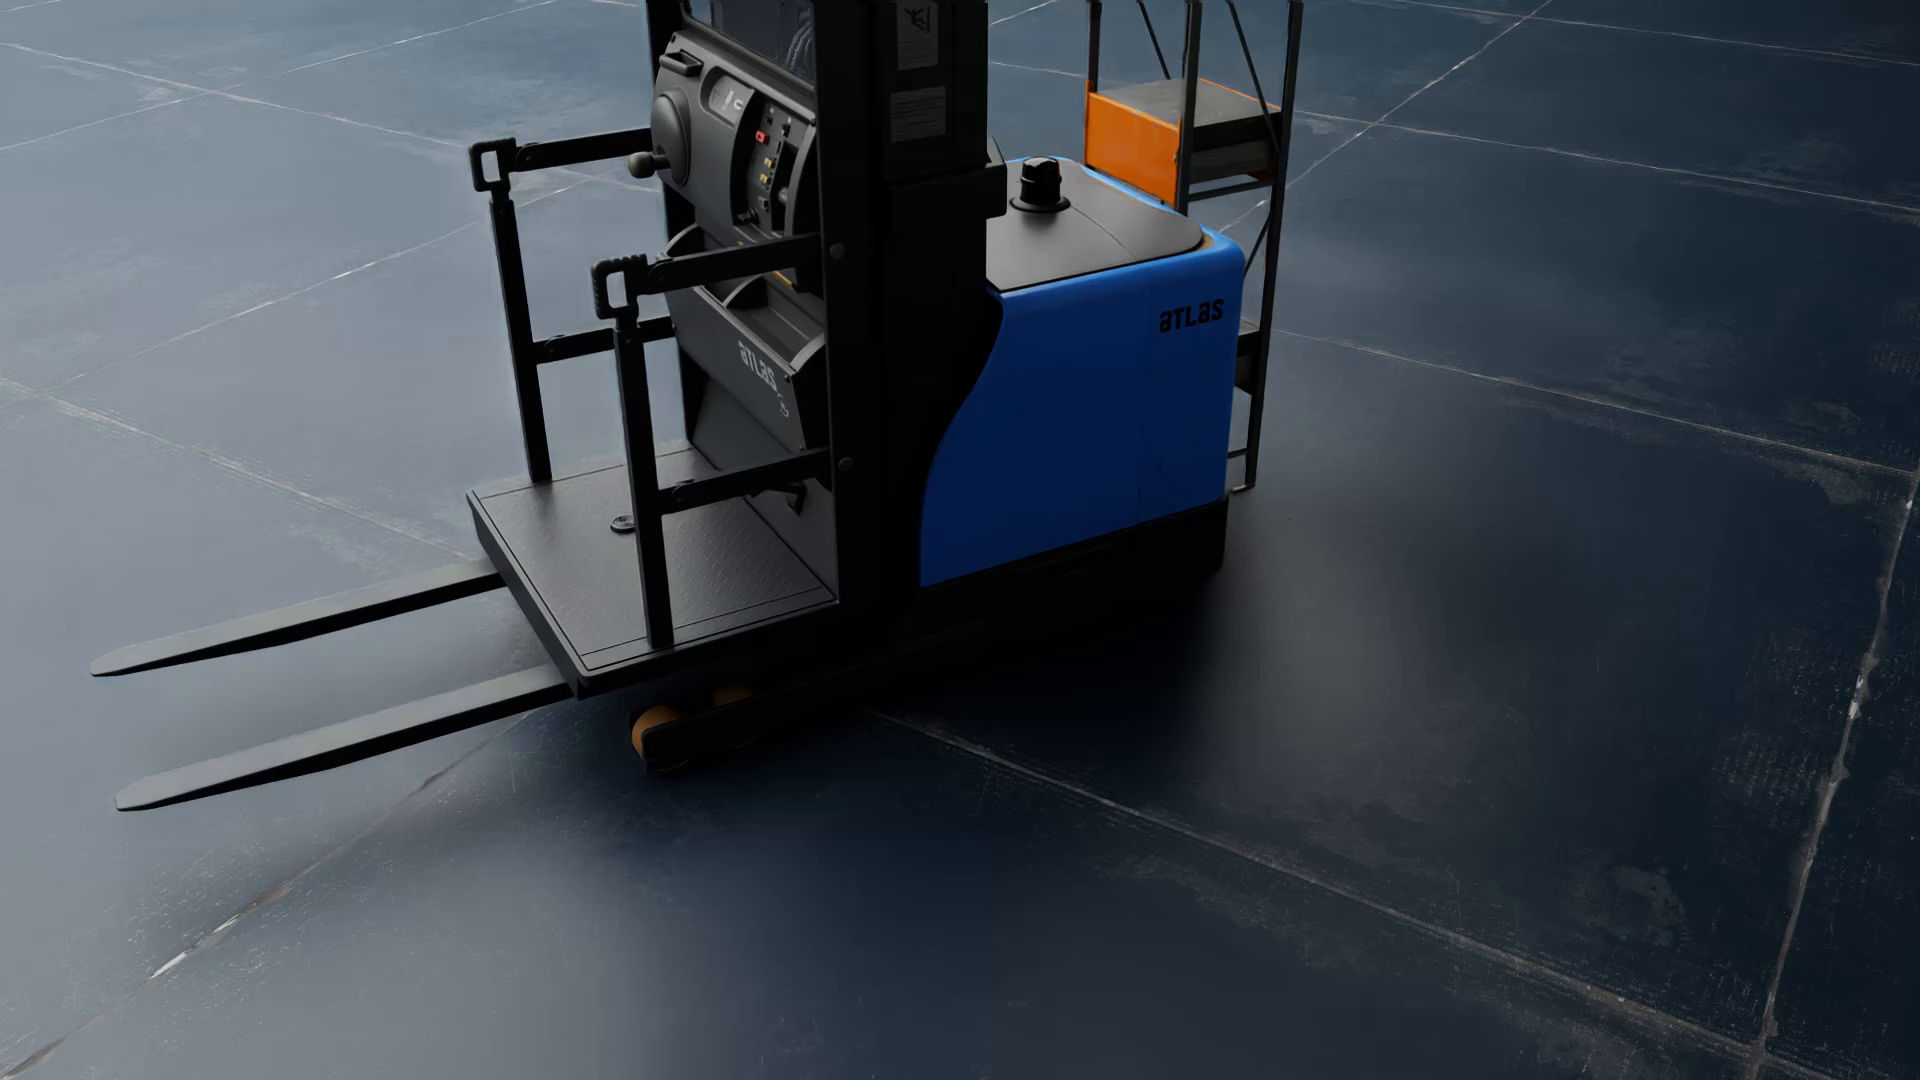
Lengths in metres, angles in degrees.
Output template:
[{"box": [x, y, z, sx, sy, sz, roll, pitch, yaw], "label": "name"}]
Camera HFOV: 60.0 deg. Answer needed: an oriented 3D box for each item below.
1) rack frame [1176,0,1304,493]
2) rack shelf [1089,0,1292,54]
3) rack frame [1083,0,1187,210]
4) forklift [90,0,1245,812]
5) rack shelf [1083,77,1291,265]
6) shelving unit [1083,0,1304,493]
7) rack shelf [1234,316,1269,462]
[{"box": [0.808, -1.036, 4.942, 0.400, 2.100, 0.015, -16, 34, -26], "label": "rack frame"}, {"box": [0.685, -1.735, 4.779, 0.431, 0.518, 0.480, -16, 34, -26], "label": "rack shelf"}, {"box": [0.563, -1.249, 5.307, 0.400, 2.100, 0.015, -16, 34, -26], "label": "rack frame"}, {"box": [-0.748, -0.982, 4.025, 3.031, 2.935, 1.130, -16, 34, -25], "label": "forklift"}, {"box": [0.685, -1.131, 5.132, 0.431, 0.518, 0.480, -16, 34, -26], "label": "rack shelf"}, {"box": [0.685, -1.143, 5.125, 0.431, 2.100, 0.503, -16, 34, -26], "label": "shelving unit"}, {"box": [0.685, -0.526, 5.484, 0.431, 0.518, 0.480, -16, 34, -26], "label": "rack shelf"}]
